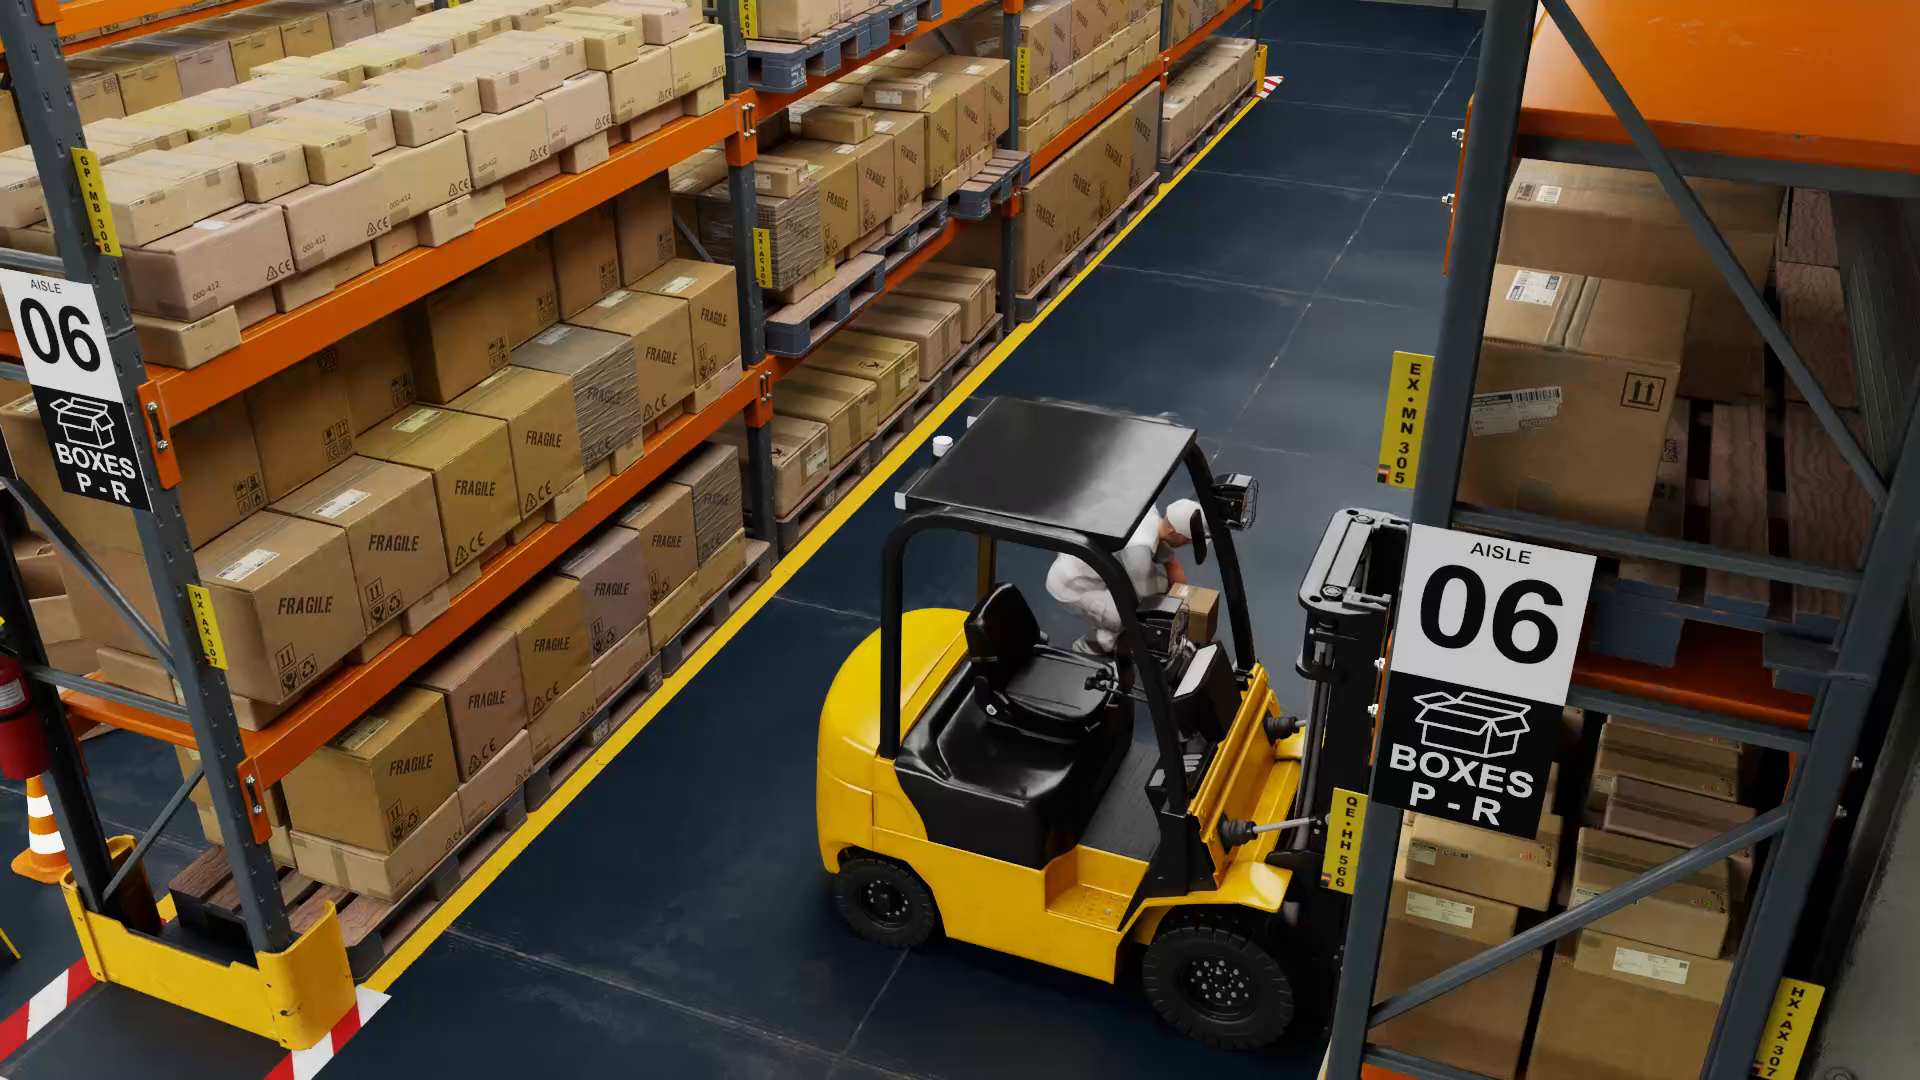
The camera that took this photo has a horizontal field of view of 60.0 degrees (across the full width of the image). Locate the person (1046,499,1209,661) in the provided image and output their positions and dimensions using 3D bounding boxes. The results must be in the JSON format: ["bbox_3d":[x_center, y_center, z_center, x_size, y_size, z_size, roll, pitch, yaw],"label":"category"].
[{"bbox_3d":[0.910,0.200,8.842,0.875,0.991,0.569,11,31,19],"label":"person"}]
